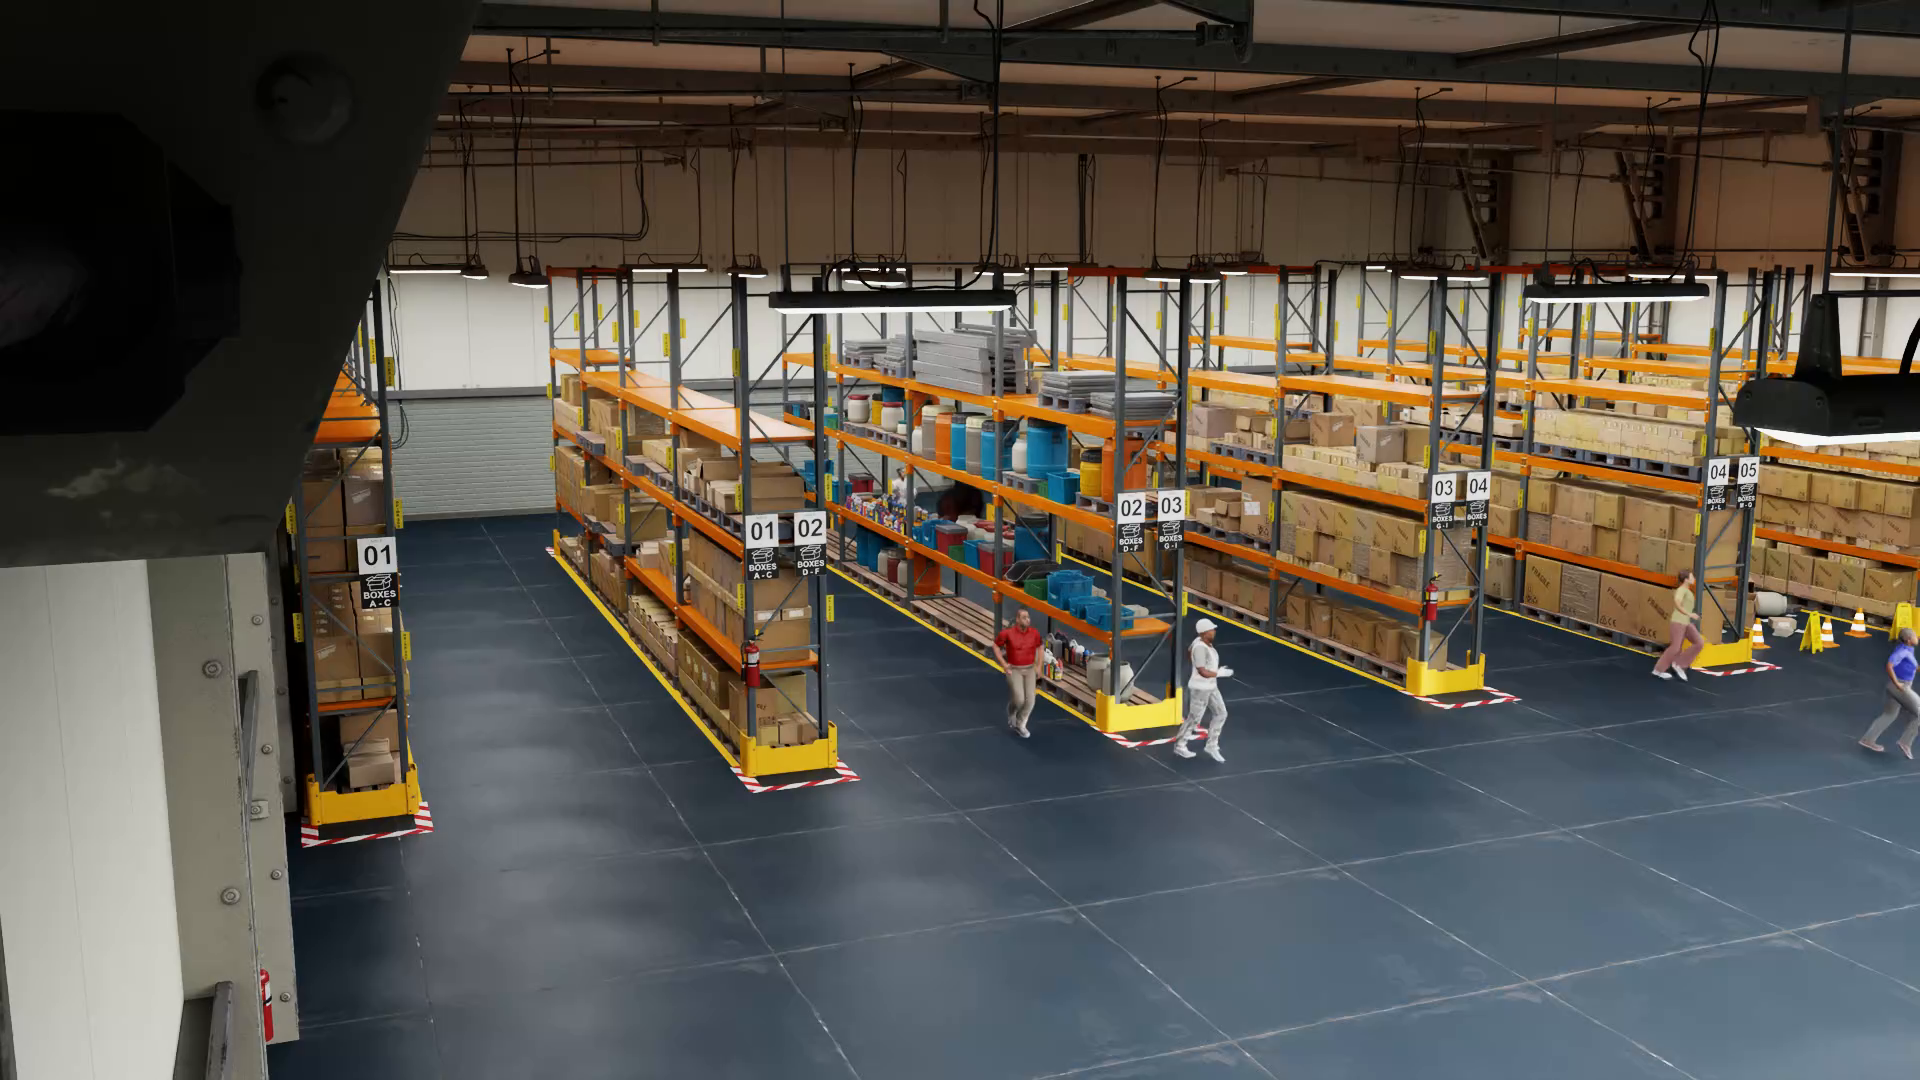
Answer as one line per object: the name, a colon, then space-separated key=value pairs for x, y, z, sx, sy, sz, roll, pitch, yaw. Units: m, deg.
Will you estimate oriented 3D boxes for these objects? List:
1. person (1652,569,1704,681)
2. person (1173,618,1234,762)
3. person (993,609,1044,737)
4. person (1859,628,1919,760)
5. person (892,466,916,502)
person: x=10.740 y=1.246 z=24.741 sx=0.647 sy=1.638 sz=0.622 roll=7 pitch=12 yaw=36
person: x=3.055 y=1.882 z=20.736 sx=0.736 sy=1.838 sz=0.689 roll=4 pitch=11 yaw=21
person: x=0.810 y=1.747 z=21.828 sx=0.693 sy=1.694 sz=0.524 roll=-3 pitch=10 yaw=-17
person: x=11.816 y=1.929 z=20.969 sx=0.729 sy=1.686 sz=0.563 roll=3 pitch=10 yaw=15
person: x=-1.253 y=-0.794 z=36.450 sx=0.633 sy=1.683 sz=0.722 roll=-5 pitch=11 yaw=-26
